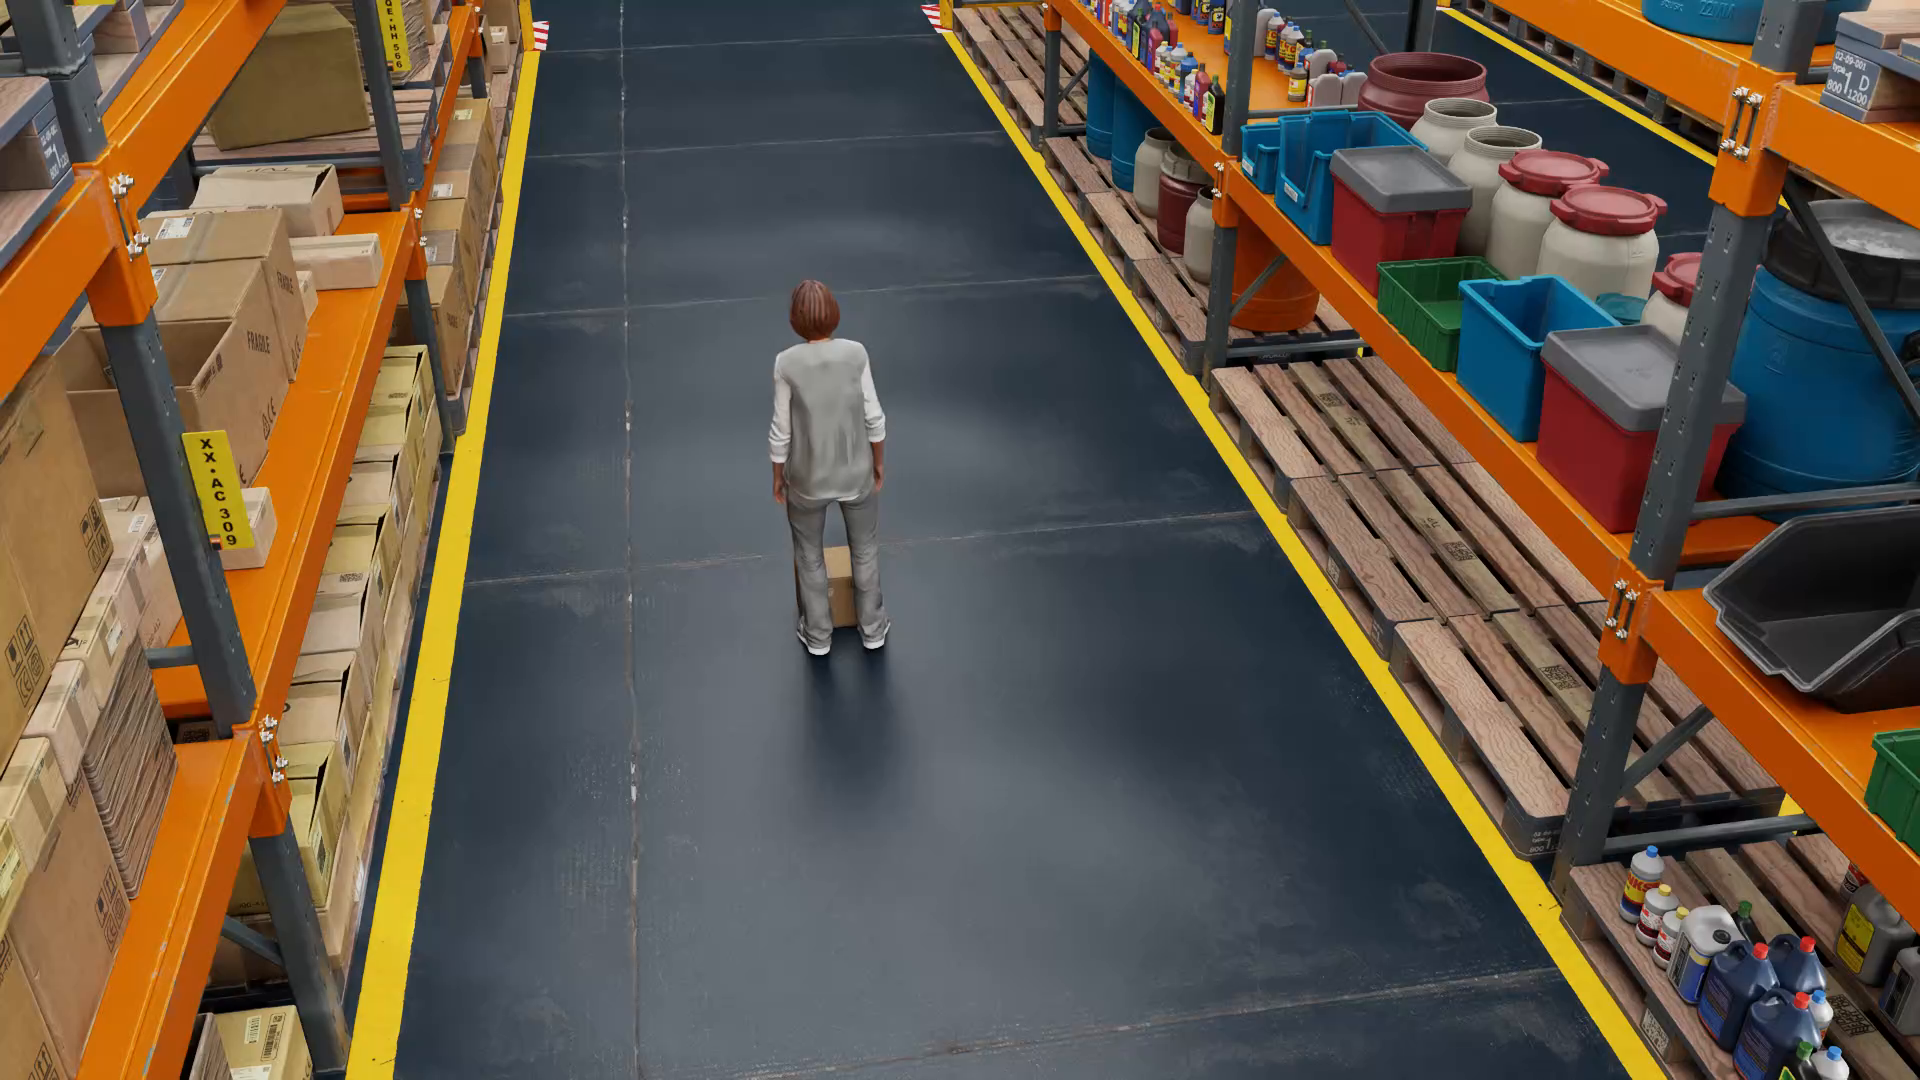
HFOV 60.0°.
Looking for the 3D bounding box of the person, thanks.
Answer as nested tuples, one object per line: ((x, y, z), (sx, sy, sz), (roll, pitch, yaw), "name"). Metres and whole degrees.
((-0.512, -0.250, 6.559), (0.475, 1.592, 0.347), (-7, 32, -12), "person")
